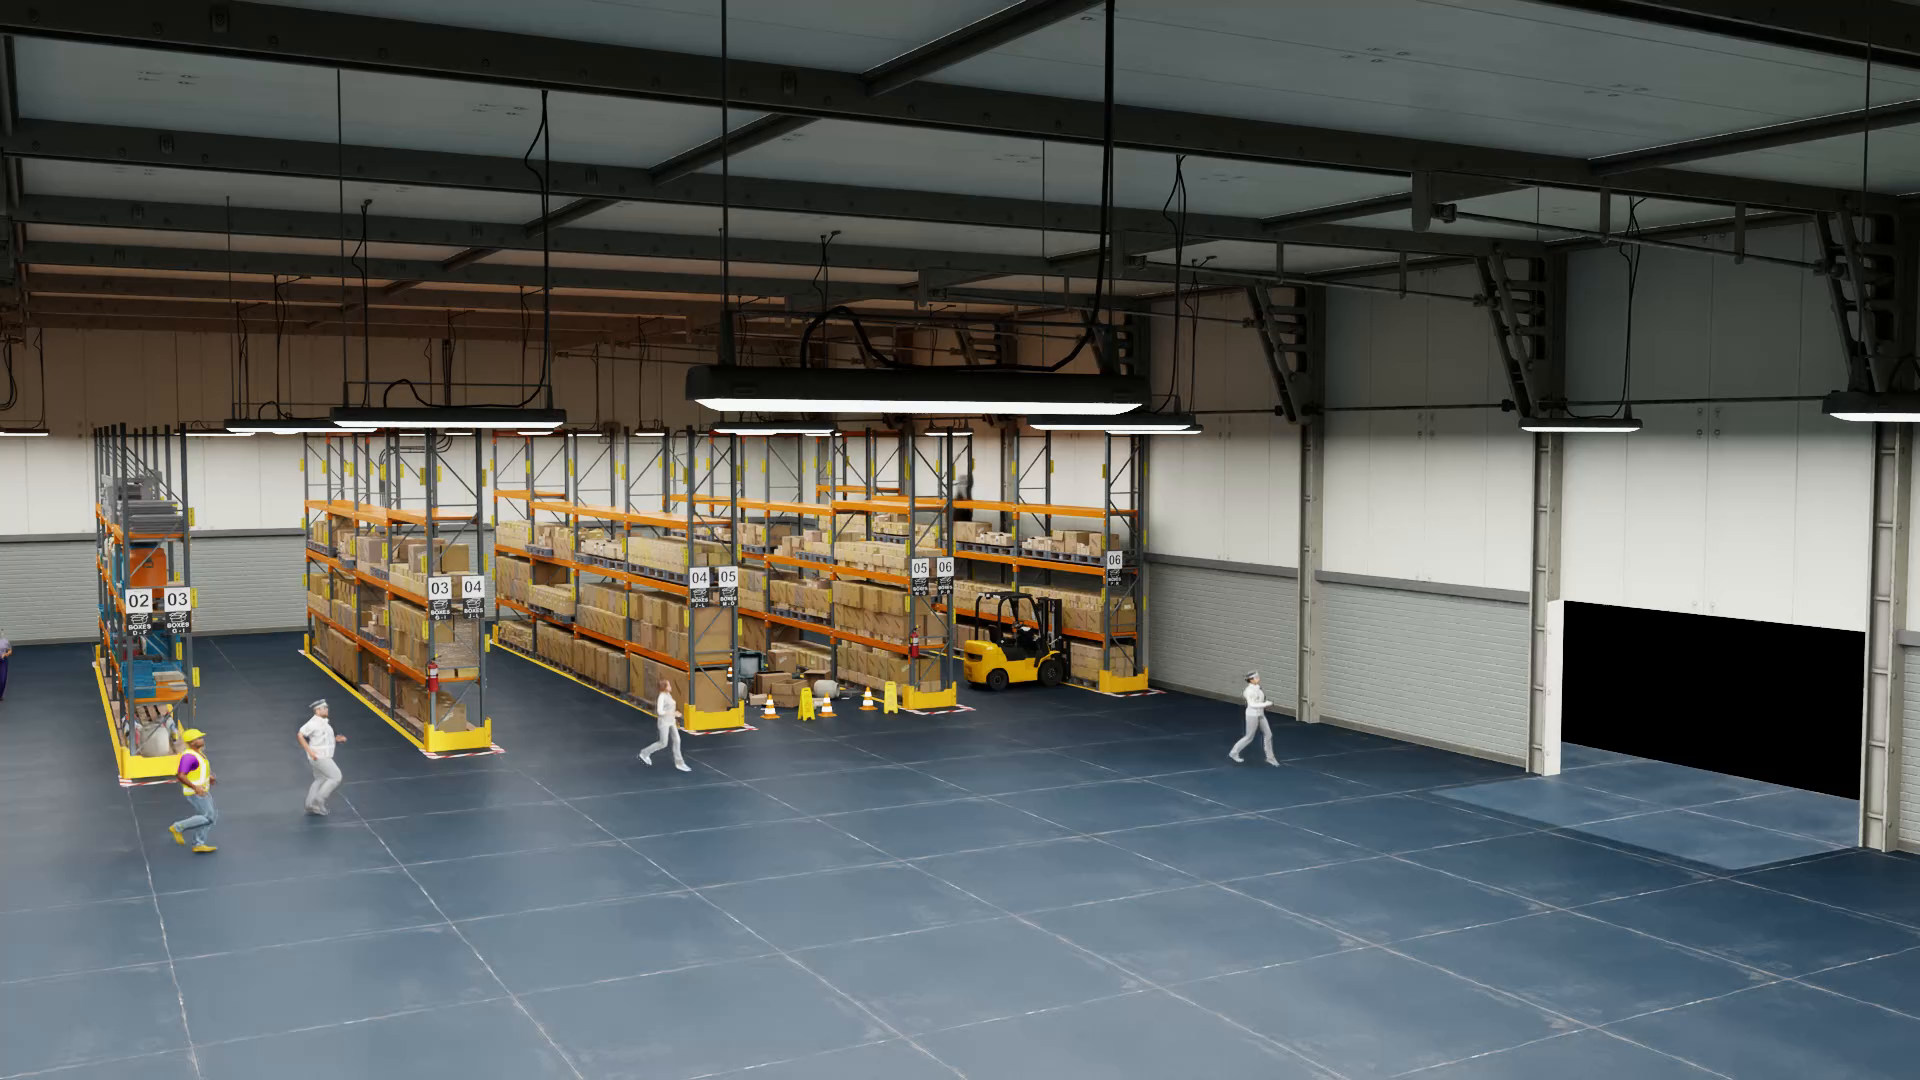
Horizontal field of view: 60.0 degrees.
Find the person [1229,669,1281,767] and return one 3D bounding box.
[{"bbox_3d":[5.191,3.121,29.182,0.889,1.705,0.622,2,4,29],"label":"person"}]

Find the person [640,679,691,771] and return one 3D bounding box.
[{"bbox_3d":[-5.074,3.189,28.683,0.874,1.591,0.554,1,4,12],"label":"person"}]

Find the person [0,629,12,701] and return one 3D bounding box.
[{"bbox_3d":[-20.985,2.721,36.267,0.592,1.603,0.575,-3,5,-40],"label":"person"}]

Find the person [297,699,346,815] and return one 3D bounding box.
[{"bbox_3d":[-9.701,3.303,25.365,0.653,1.773,0.652,-1,4,-11],"label":"person"}]

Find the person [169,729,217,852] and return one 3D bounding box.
[{"bbox_3d":[-10.615,3.471,23.013,0.589,1.721,0.702,-1,4,-16],"label":"person"}]
